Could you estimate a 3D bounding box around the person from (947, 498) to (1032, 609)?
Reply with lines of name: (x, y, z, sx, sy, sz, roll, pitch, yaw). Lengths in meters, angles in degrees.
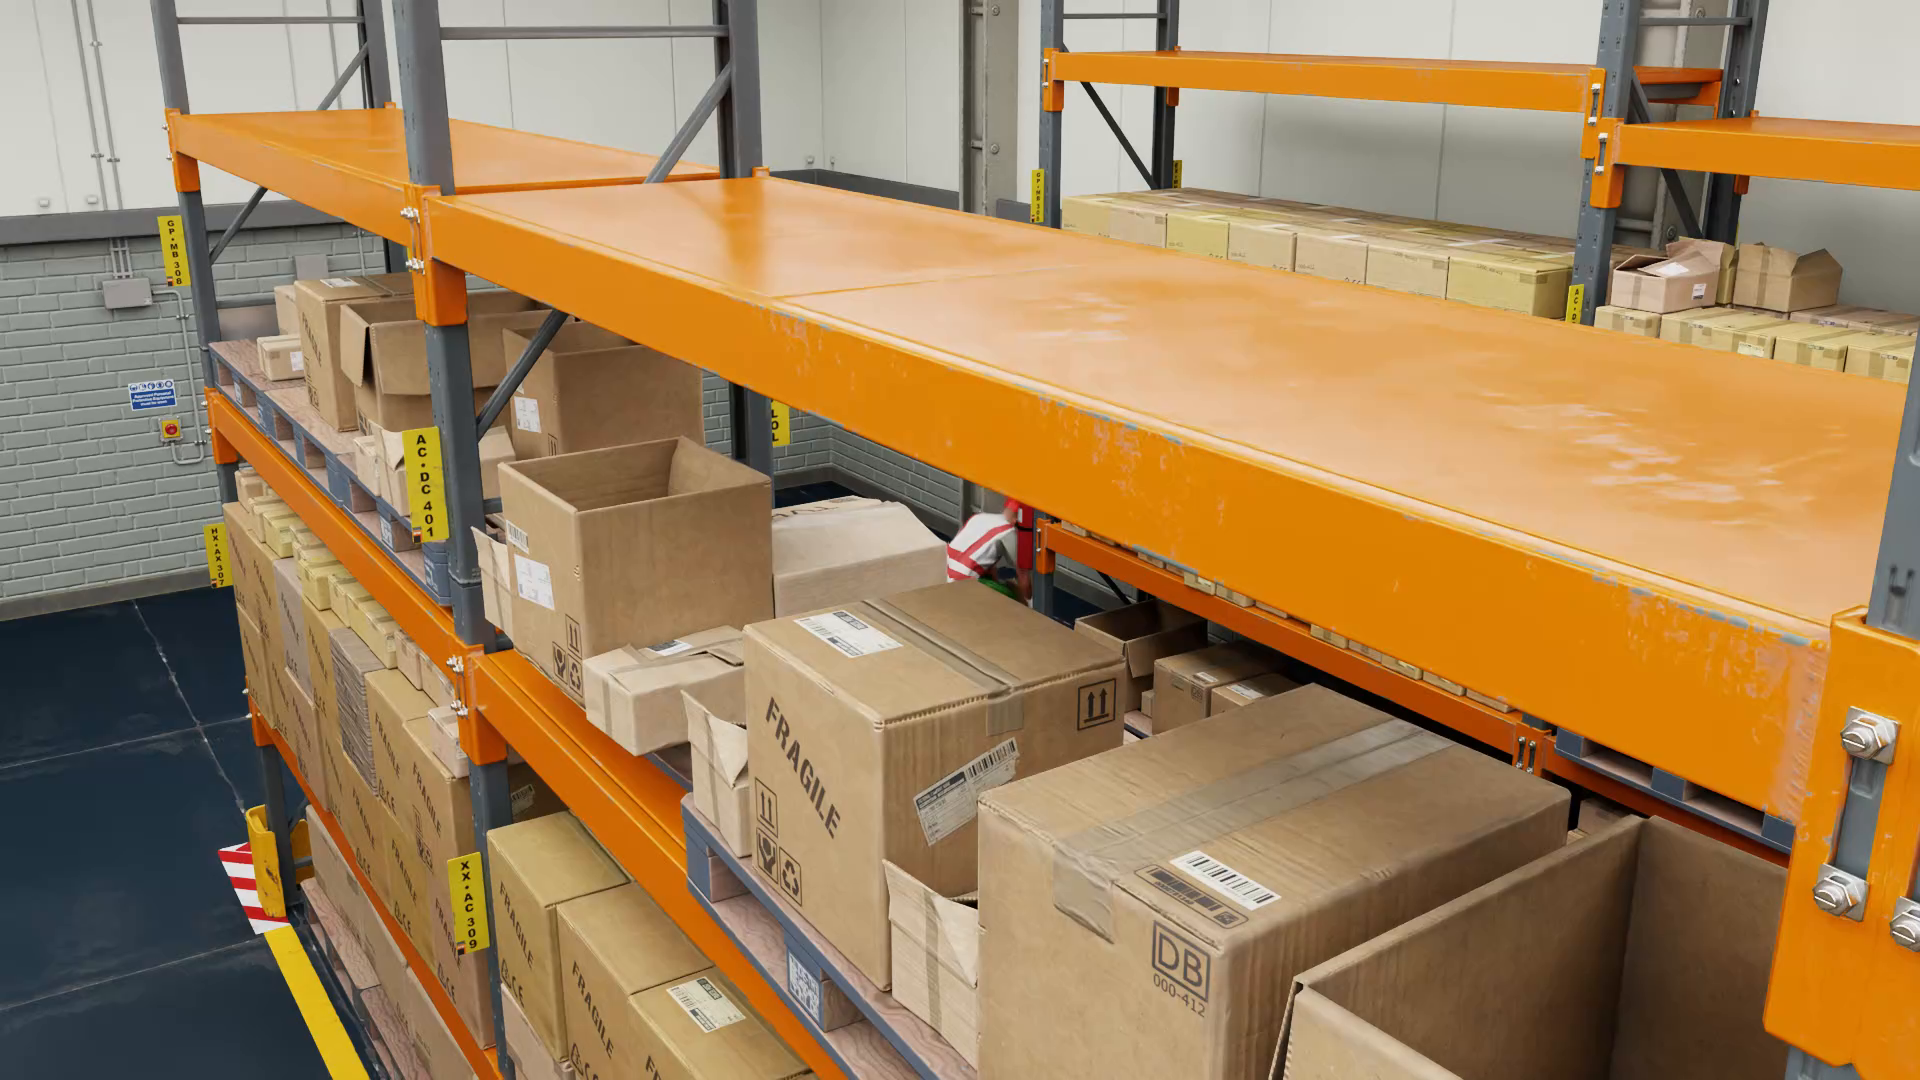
person: (0.175, 0.262, 12.308, 0.856, 1.114, 0.582, -10, 21, -29)
